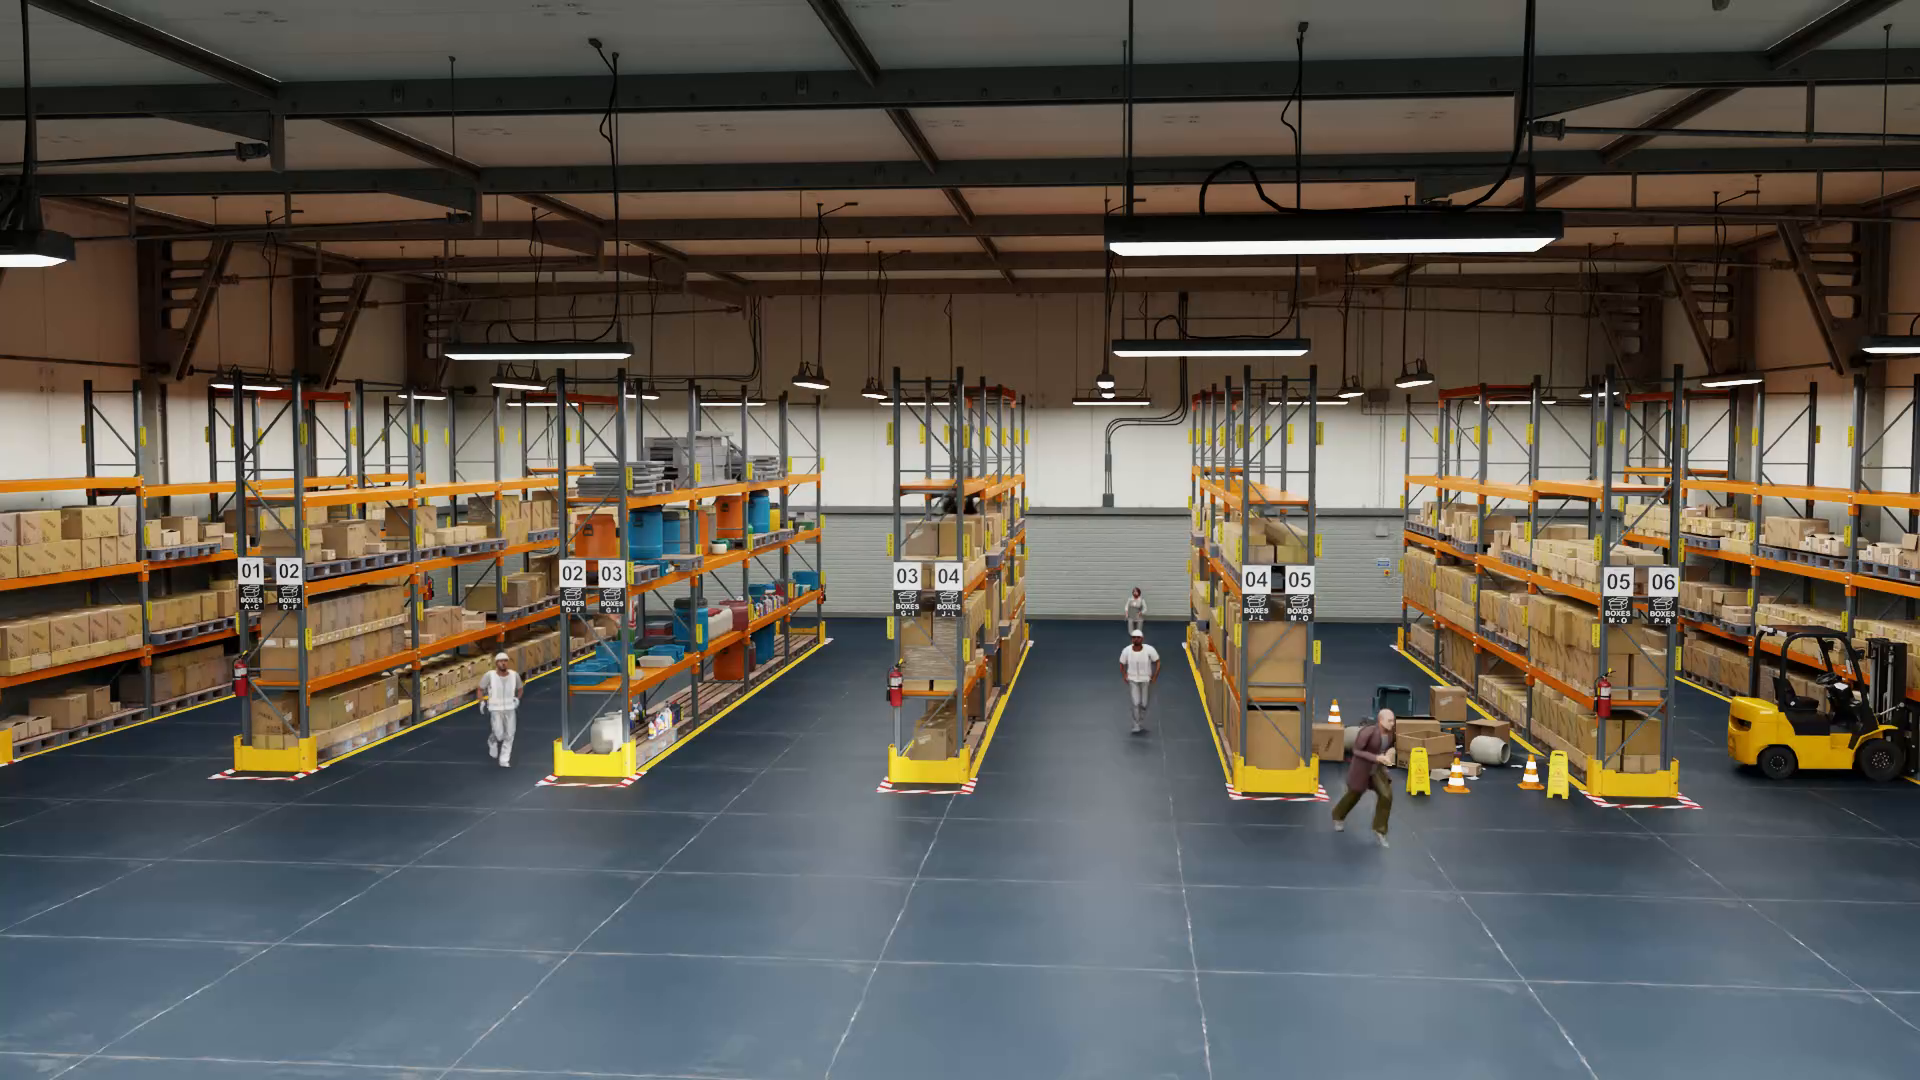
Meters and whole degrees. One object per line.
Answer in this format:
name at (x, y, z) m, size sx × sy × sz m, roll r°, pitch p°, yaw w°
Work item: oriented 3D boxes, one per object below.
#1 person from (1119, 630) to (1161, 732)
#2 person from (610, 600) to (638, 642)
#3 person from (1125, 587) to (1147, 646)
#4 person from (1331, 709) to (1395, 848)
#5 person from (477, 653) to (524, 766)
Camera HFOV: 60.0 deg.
person at (3.048, 2.385, 28.335) m, size 0.685 × 1.737 × 0.662 m, roll 1°, pitch 4°, yaw 11°
person at (-7.080, 1.914, 35.297) m, size 0.684 × 1.795 × 0.865 m, roll -1°, pitch 4°, yaw -9°
person at (4.006, 1.859, 38.061) m, size 0.532 × 1.557 × 0.540 m, roll 1°, pitch 4°, yaw 15°
person at (5.016, 2.913, 20.597) m, size 0.752 × 1.734 × 1.029 m, roll -2°, pitch 4°, yaw -32°
person at (-6.934, 2.572, 25.206) m, size 0.687 × 1.733 × 0.596 m, roll -2°, pitch 4°, yaw -28°
